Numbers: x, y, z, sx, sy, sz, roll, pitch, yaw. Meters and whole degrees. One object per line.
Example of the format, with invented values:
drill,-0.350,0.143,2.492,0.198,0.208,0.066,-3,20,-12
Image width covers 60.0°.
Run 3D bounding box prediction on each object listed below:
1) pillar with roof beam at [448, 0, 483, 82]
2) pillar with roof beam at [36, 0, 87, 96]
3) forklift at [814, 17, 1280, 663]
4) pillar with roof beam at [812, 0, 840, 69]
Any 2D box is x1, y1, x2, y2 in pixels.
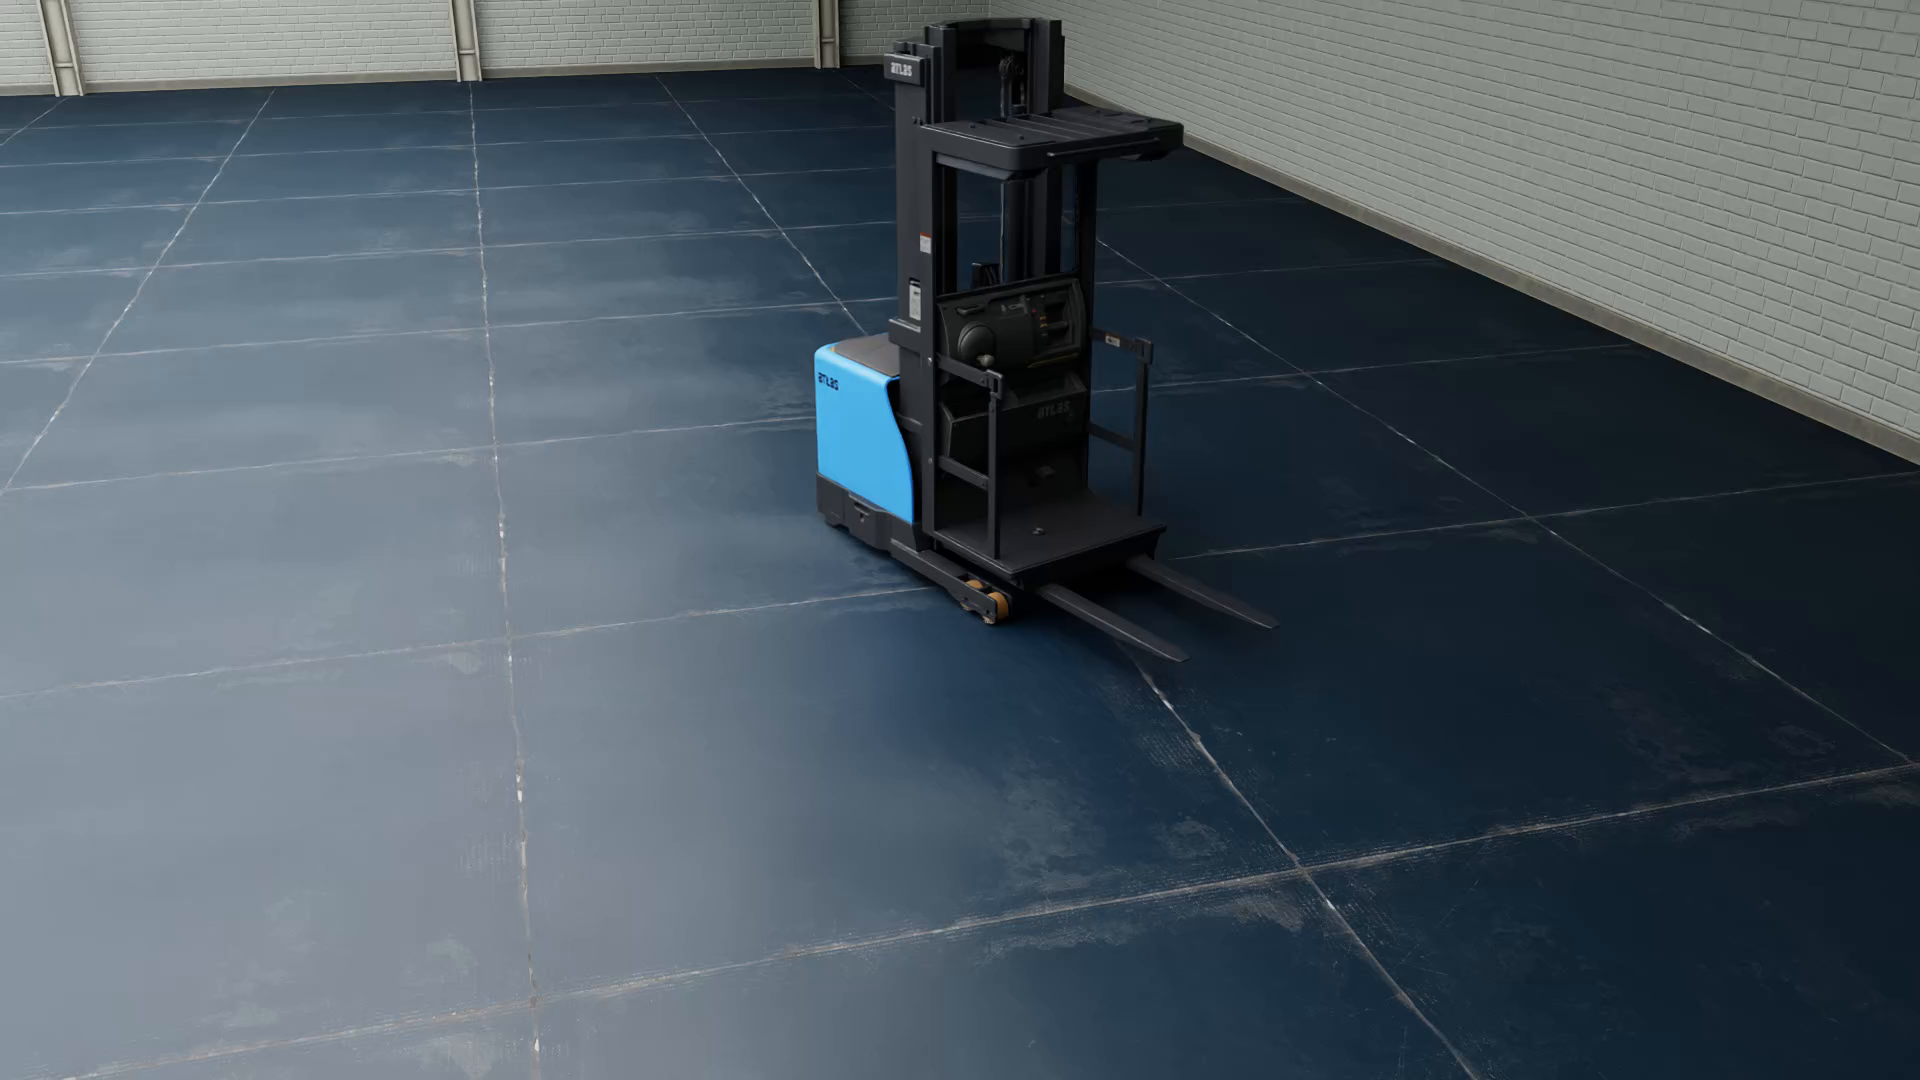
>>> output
pillar with roof beam,-6.926,-10.092,21.859,0.400,9.000,9.100,-6,24,-14
pillar with roof beam,-12.702,-9.453,20.370,0.400,9.000,9.100,-6,24,-14
forklift,0.416,-1.125,8.655,1.130,2.935,3.031,-16,28,-33
pillar with roof beam,-1.149,-10.732,23.348,0.400,9.000,9.100,-6,24,-14
